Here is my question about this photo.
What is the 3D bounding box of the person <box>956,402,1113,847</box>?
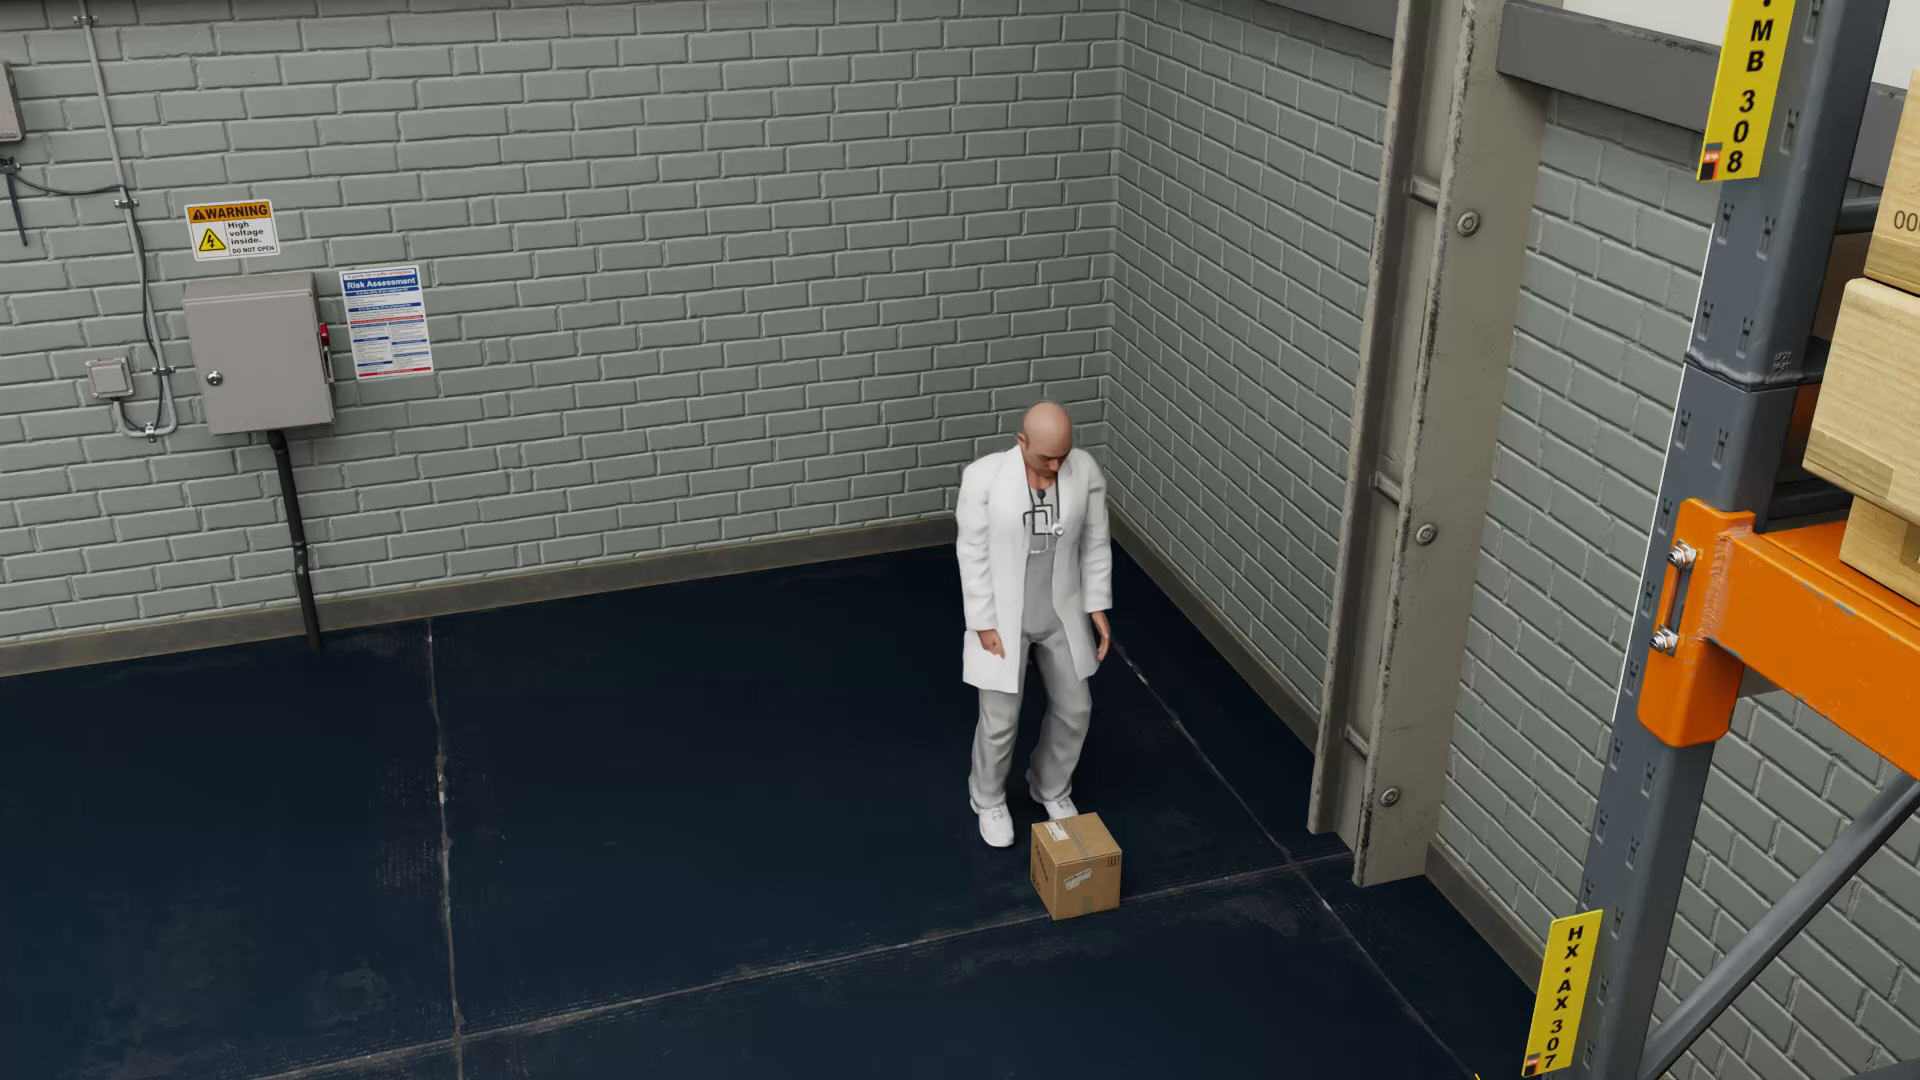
[{"bbox_3d":[0.277,0.296,6.082,0.583,1.738,0.401,-7,27,-15],"label":"person"}]
